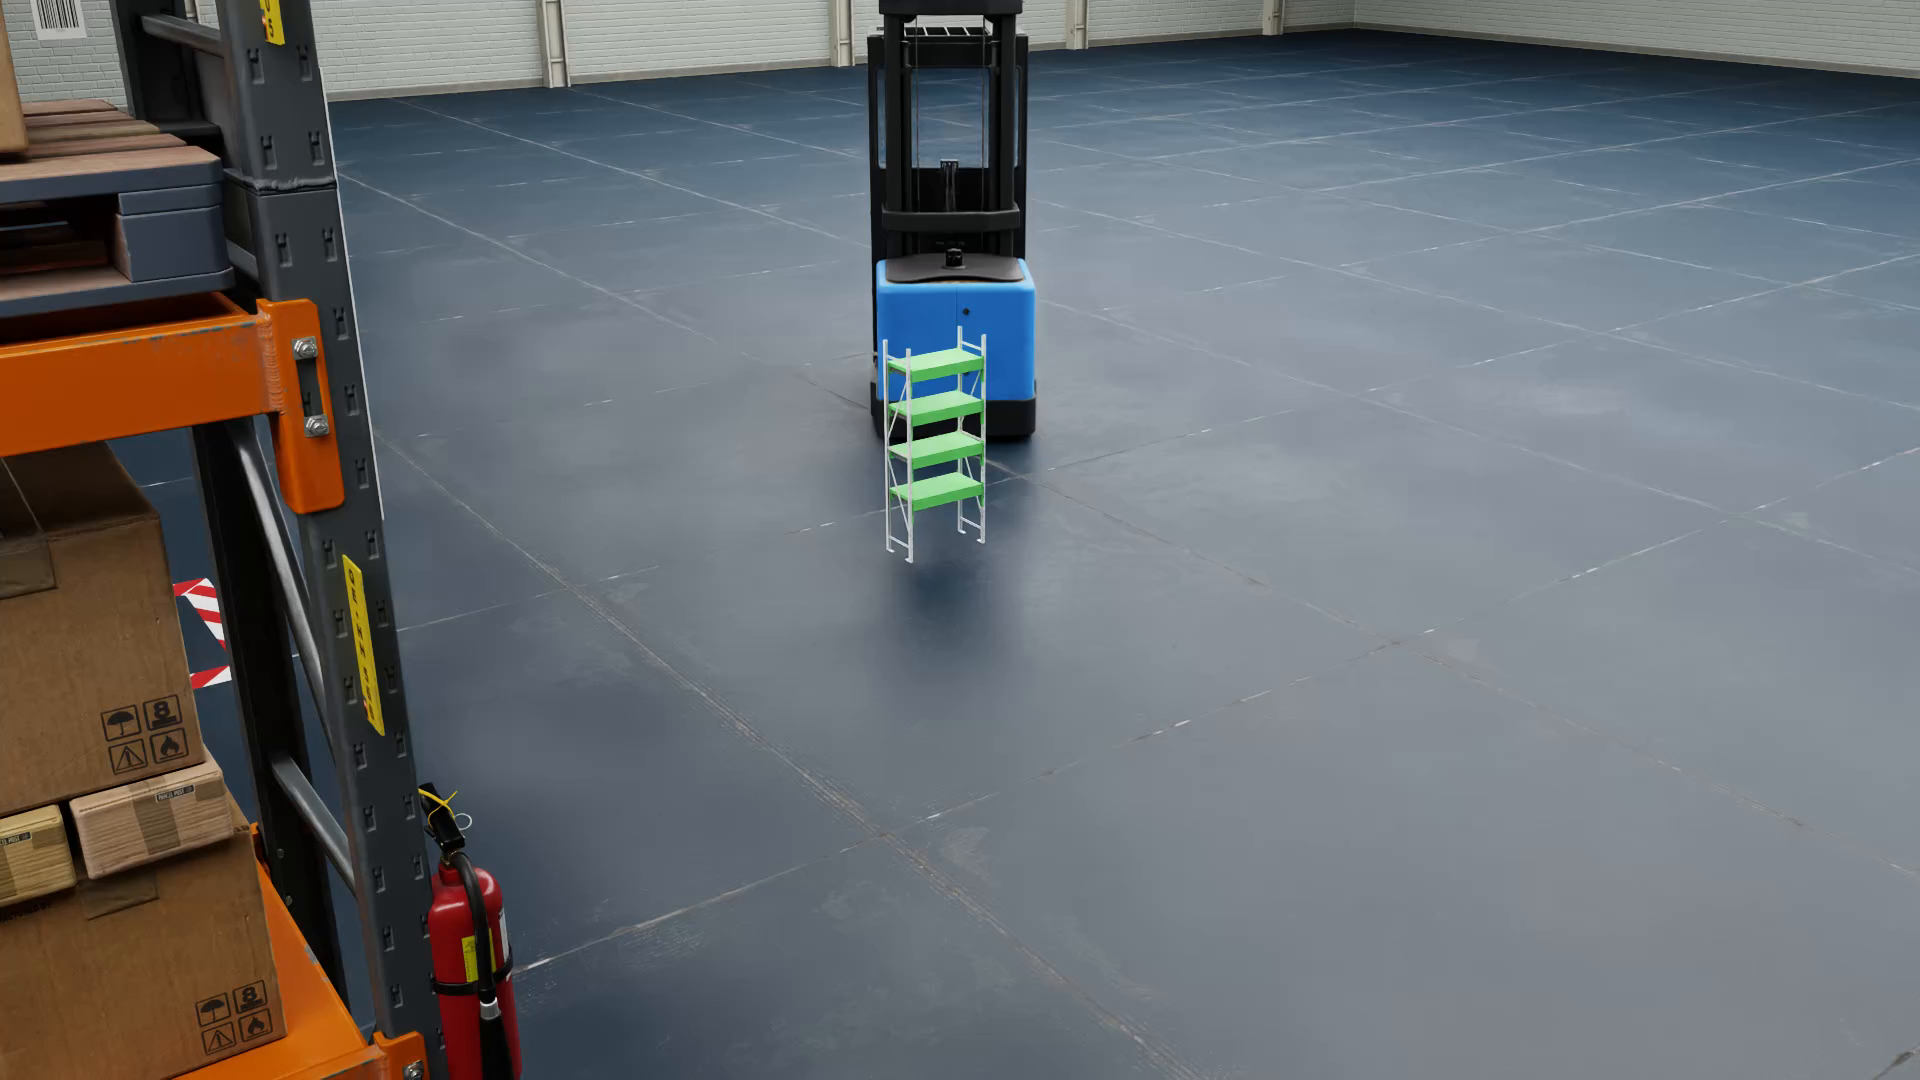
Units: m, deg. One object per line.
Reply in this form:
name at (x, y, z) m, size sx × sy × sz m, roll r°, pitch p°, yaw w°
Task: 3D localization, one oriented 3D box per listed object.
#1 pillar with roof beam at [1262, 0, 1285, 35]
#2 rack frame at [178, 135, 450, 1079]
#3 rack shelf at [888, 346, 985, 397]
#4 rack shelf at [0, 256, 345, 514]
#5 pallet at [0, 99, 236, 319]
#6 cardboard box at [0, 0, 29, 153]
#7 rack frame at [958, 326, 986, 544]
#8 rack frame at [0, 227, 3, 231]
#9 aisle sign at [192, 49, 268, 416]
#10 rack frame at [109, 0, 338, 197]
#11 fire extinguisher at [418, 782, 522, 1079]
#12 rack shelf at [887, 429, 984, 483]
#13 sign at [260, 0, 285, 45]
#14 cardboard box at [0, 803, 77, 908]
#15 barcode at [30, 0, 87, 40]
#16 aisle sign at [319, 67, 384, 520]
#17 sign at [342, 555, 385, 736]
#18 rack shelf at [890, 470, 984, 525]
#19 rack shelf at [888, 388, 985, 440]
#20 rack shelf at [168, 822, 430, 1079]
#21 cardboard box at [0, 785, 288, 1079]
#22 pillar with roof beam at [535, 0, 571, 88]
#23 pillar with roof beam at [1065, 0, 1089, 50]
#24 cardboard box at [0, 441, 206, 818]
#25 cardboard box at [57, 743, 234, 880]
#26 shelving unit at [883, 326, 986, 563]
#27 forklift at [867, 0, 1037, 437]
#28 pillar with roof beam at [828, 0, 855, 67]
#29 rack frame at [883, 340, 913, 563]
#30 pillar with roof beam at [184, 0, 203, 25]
pillar with roof beam at (9.924, -14.888, 34.564) m, size 0.400 × 9.000 × 9.100 m, roll -15°, pitch 26°, yaw -33°
rack frame at (-1.379, 0.672, 3.665) m, size 0.127 × 3.000 × 1.000 m, roll -15°, pitch 26°, yaw -33°
rack shelf at (-0.134, -0.908, 8.930) m, size 0.480 × 0.148 × 0.258 m, roll -15°, pitch 26°, yaw -33°
rack shelf at (-3.002, 0.046, 2.157) m, size 4.000 × 0.370 × 1.077 m, roll -15°, pitch 26°, yaw -33°
pallet at (-1.968, -0.535, 2.761) m, size 1.213 × 0.211 × 1.003 m, roll -15°, pitch 26°, yaw -33°
cardboard box at (-1.847, -0.906, 2.677) m, size 0.637 × 0.503 × 0.797 m, roll -13°, pitch 25°, yaw -29°
rack frame at (0.064, -0.574, 9.217) m, size 0.015 × 1.200 × 0.240 m, roll -15°, pitch 26°, yaw -33°
rack frame at (-4.268, -0.819, 7.401) m, size 0.127 × 3.000 × 1.000 m, roll -15°, pitch 26°, yaw -33°
aisle sign at (-1.504, -0.642, 3.449) m, size 0.004 × 0.787 × 0.394 m, roll -15°, pitch 26°, yaw -33°
rack frame at (-1.379, -2.114, 2.553) m, size 0.127 × 3.000 × 1.000 m, roll -15°, pitch 26°, yaw -33°
fire extinguisher at (-1.011, 0.822, 3.393) m, size 0.183 × 0.674 × 0.296 m, roll -15°, pitch 26°, yaw -33°
rack shelf at (-0.134, -0.462, 9.108) m, size 0.480 × 0.148 × 0.258 m, roll -15°, pitch 26°, yaw -33°
sign at (-1.073, -0.929, 2.543) m, size 0.005 × 0.325 × 0.100 m, roll -15°, pitch 26°, yaw -33°
cardboard box at (-1.789, 0.522, 3.032) m, size 0.250 × 0.149 × 0.380 m, roll -14°, pitch 26°, yaw -32°
barcode at (-1.342, -0.780, 2.474) m, size 0.075 × 0.075 × 0.001 m, roll -15°, pitch 26°, yaw -33°
aisle sign at (-1.154, -0.461, 2.997) m, size 0.004 × 0.787 × 0.394 m, roll -15°, pitch 26°, yaw -33°
sign at (-1.073, 0.191, 2.989) m, size 0.005 × 0.325 × 0.100 m, roll -15°, pitch 26°, yaw -33°
rack shelf at (-0.134, -0.239, 9.197) m, size 0.480 × 0.148 × 0.258 m, roll -15°, pitch 26°, yaw -33°
rack shelf at (-0.134, -0.685, 9.019) m, size 0.480 × 0.148 × 0.258 m, roll -15°, pitch 26°, yaw -33°
rack shelf at (-3.002, 1.439, 2.713) m, size 4.000 × 0.370 × 1.077 m, roll -15°, pitch 26°, yaw -33°
cardboard box at (-1.765, 0.723, 3.402) m, size 0.500 × 0.500 × 0.700 m, roll -15°, pitch 26°, yaw -33°
pillar with roof beam at (-4.687, -10.992, 24.800) m, size 0.400 × 9.000 × 9.100 m, roll -15°, pitch 26°, yaw -33°
pillar with roof beam at (5.054, -13.589, 31.310) m, size 0.400 × 9.000 × 9.100 m, roll -15°, pitch 26°, yaw -33°
cardboard box at (-1.808, 0.132, 3.133) m, size 0.500 × 0.500 × 0.700 m, roll -15°, pitch 26°, yaw -33°
cardboard box at (-1.577, 0.465, 3.175) m, size 0.250 × 0.149 × 0.380 m, roll -15°, pitch 26°, yaw -34°
shelving unit at (-0.134, -0.521, 9.084) m, size 0.503 × 1.200 × 0.258 m, roll -15°, pitch 26°, yaw -33°
forklift at (-0.096, -2.533, 11.790) m, size 1.130 × 2.935 × 3.031 m, roll -1°, pitch 22°, yaw -3°
pillar with roof beam at (0.183, -12.291, 28.055) m, size 0.400 × 9.000 × 9.100 m, roll -15°, pitch 26°, yaw -33°
rack frame at (-0.332, -0.469, 8.952) m, size 0.015 × 1.200 × 0.240 m, roll -15°, pitch 26°, yaw -33°
pillar with roof beam at (-9.557, -9.693, 21.546) m, size 0.400 × 9.000 × 9.100 m, roll -15°, pitch 26°, yaw -33°
